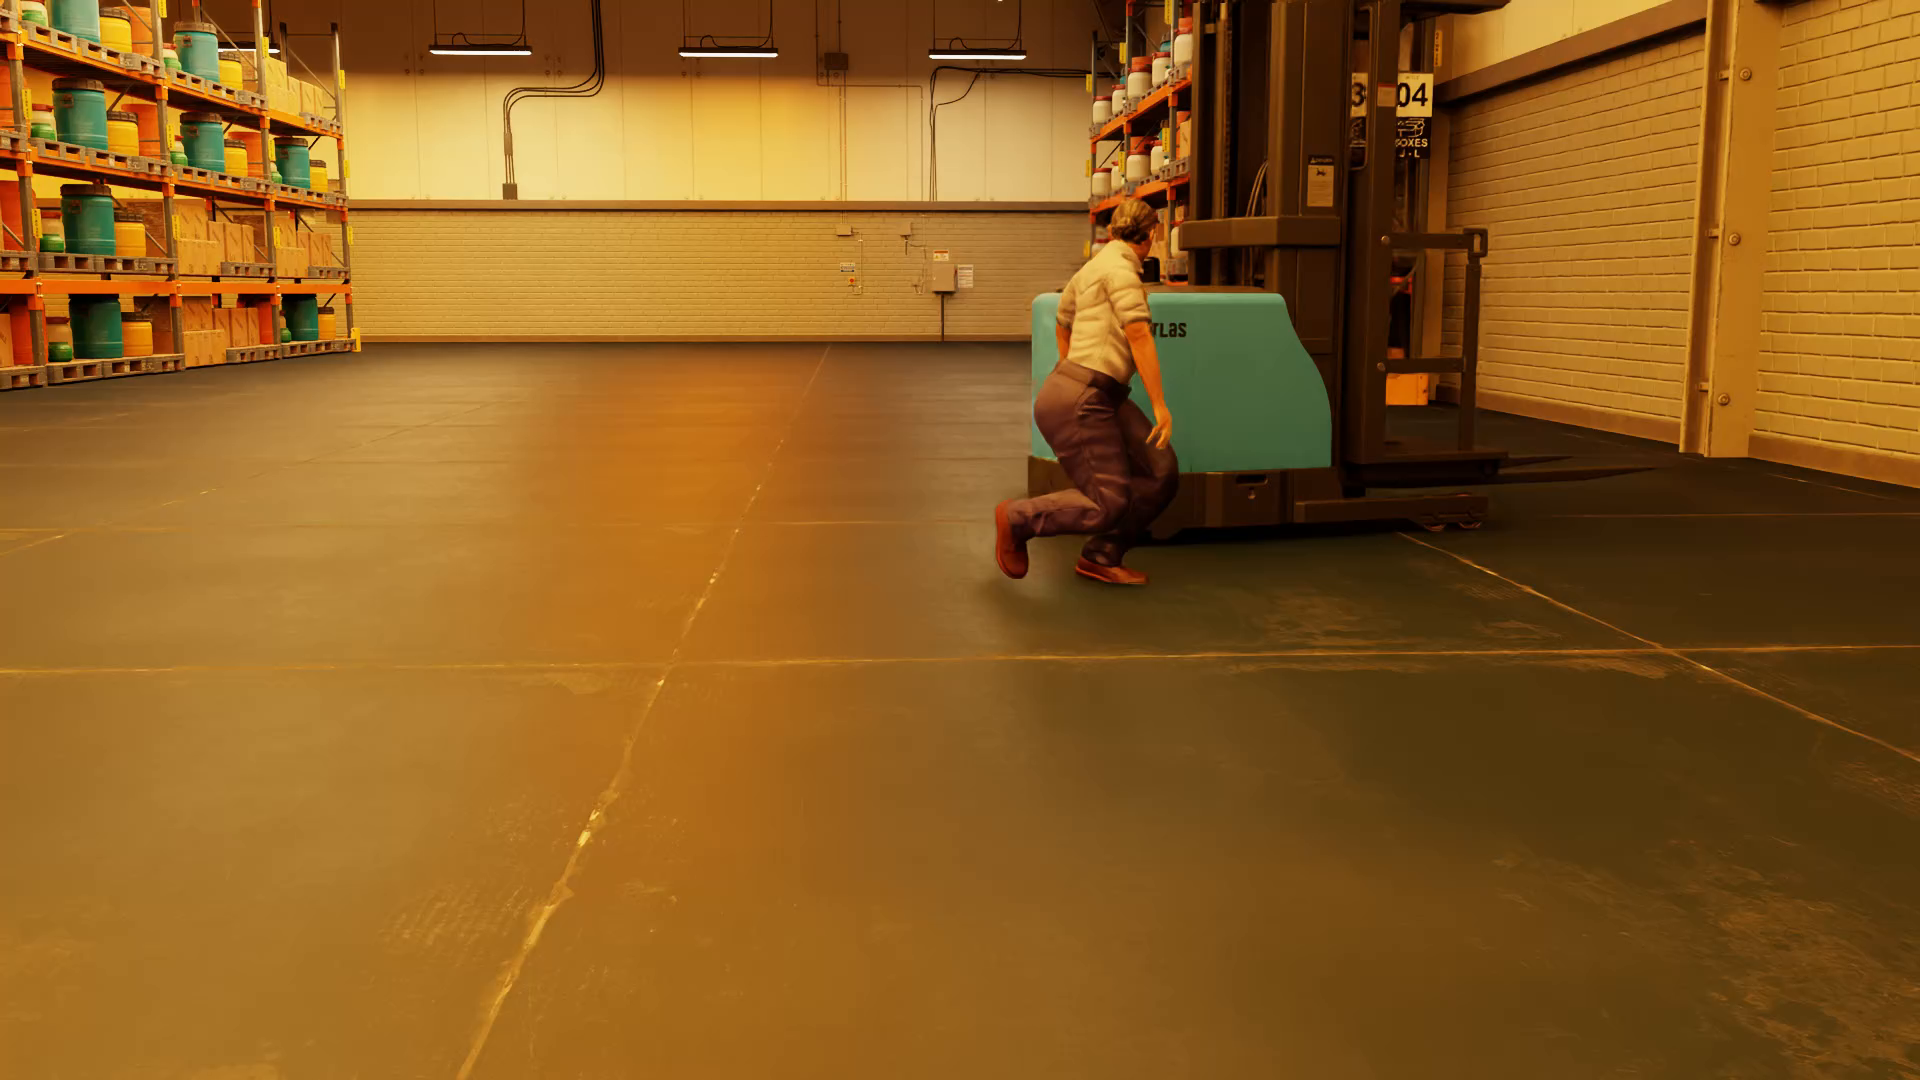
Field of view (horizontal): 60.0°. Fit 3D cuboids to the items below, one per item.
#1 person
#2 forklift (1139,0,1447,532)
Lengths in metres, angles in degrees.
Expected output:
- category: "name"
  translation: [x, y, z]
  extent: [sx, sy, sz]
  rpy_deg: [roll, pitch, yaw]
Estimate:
- category: "person"
  translation: [0.480, -0.541, 6.204]
  extent: [0.682, 1.439, 0.633]
  rpy_deg: [2, 9, 11]
- category: "forklift"
  translation: [1.899, -1.557, 7.814]
  extent: [3.031, 2.935, 1.121]
  rpy_deg: [-3, 9, -19]
